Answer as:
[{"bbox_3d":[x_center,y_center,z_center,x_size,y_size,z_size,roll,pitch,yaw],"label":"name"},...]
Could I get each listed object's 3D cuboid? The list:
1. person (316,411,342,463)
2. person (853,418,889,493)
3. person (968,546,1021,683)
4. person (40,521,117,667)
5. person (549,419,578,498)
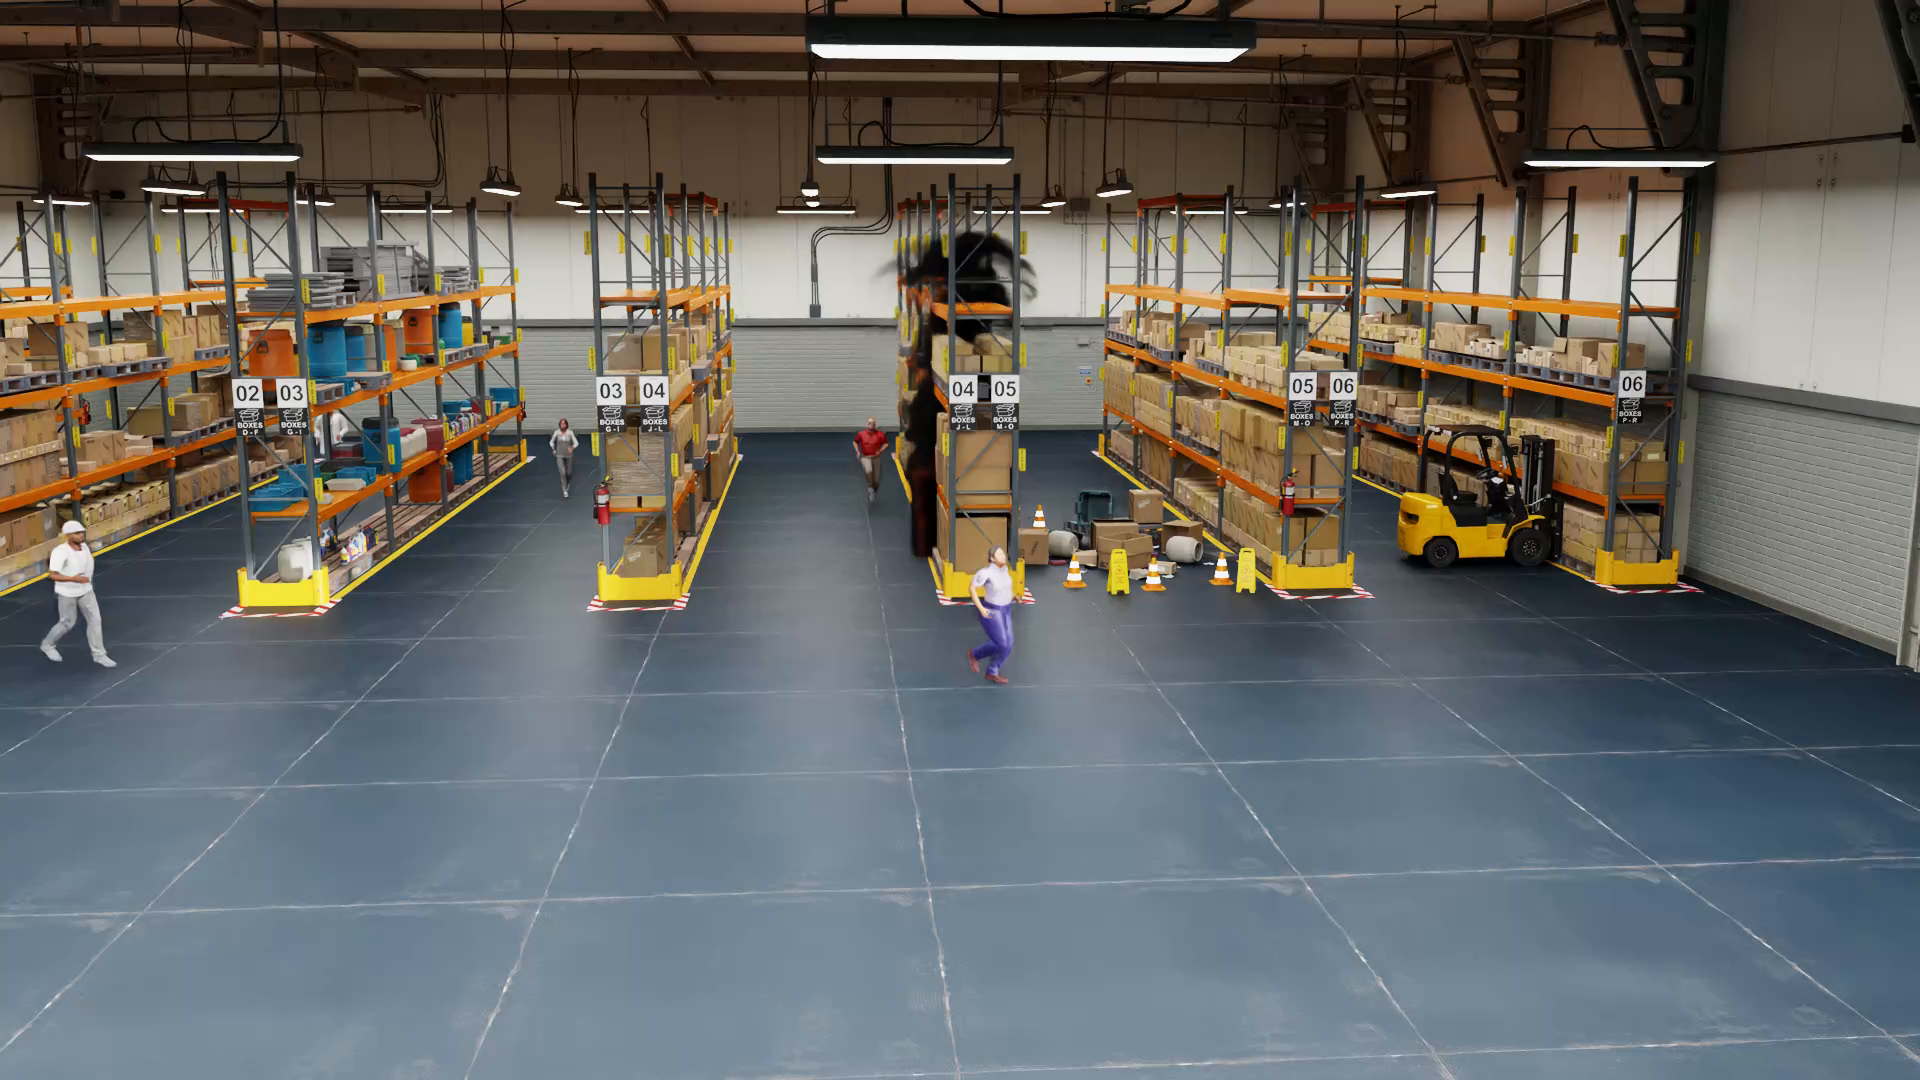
[{"bbox_3d":[-13.375,-2.055,35.388,0.674,1.732,0.637,-3,10,-17],"label":"person"},{"bbox_3d":[-1.719,-1.623,32.353,0.684,1.511,0.814,-2,10,-10],"label":"person"},{"bbox_3d":[0.415,0.864,19.238,0.559,1.612,0.634,8,13,37],"label":"person"},{"bbox_3d":[-10.652,0.644,19.945,0.949,1.777,0.664,3,11,18],"label":"person"},{"bbox_3d":[-8.007,-1.673,33.654,0.562,1.573,0.664,-3,10,-16],"label":"person"}]
